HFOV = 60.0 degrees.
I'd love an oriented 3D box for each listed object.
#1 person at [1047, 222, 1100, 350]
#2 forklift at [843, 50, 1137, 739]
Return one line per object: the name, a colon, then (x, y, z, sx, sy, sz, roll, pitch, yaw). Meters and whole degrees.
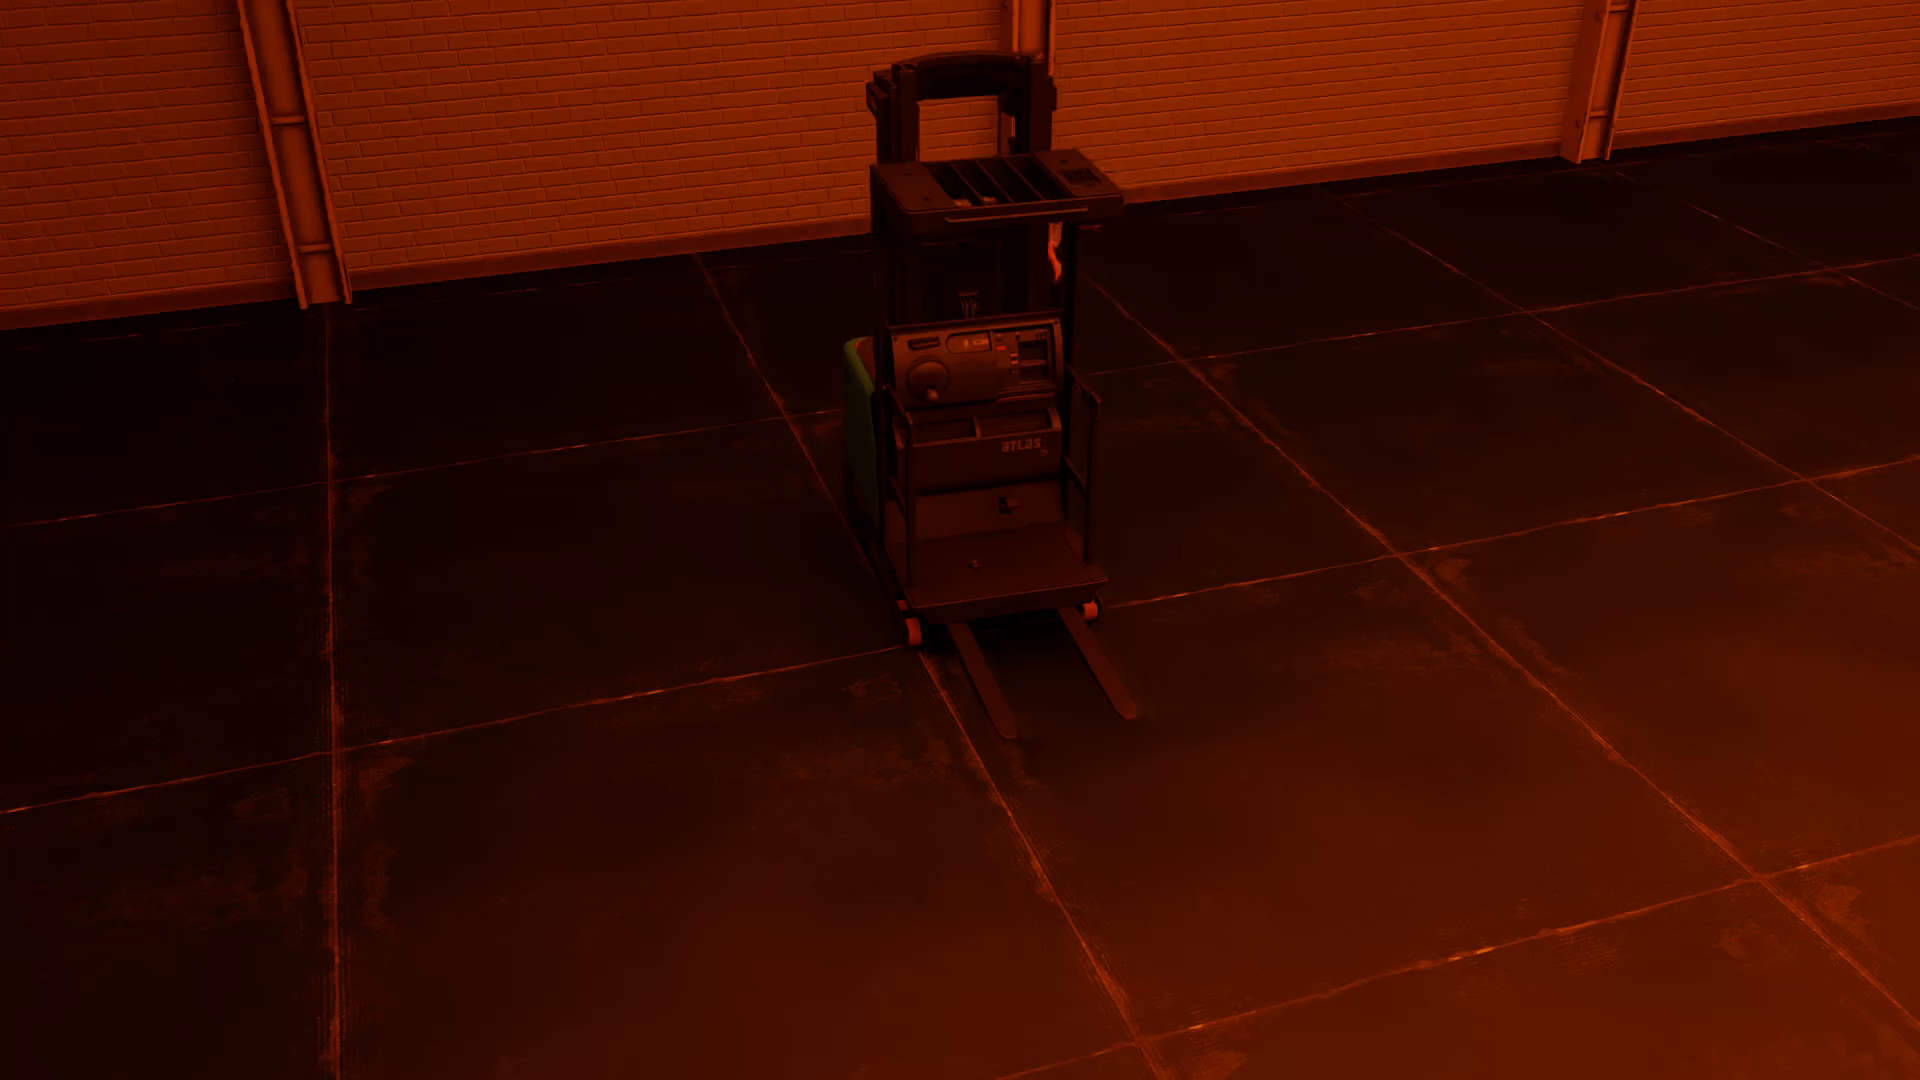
person: (0.695, -2.011, 12.024, 0.808, 1.524, 0.804, -11, 32, -19)
forklift: (0.152, -0.902, 8.654, 1.130, 2.935, 3.031, -7, 31, -13)
